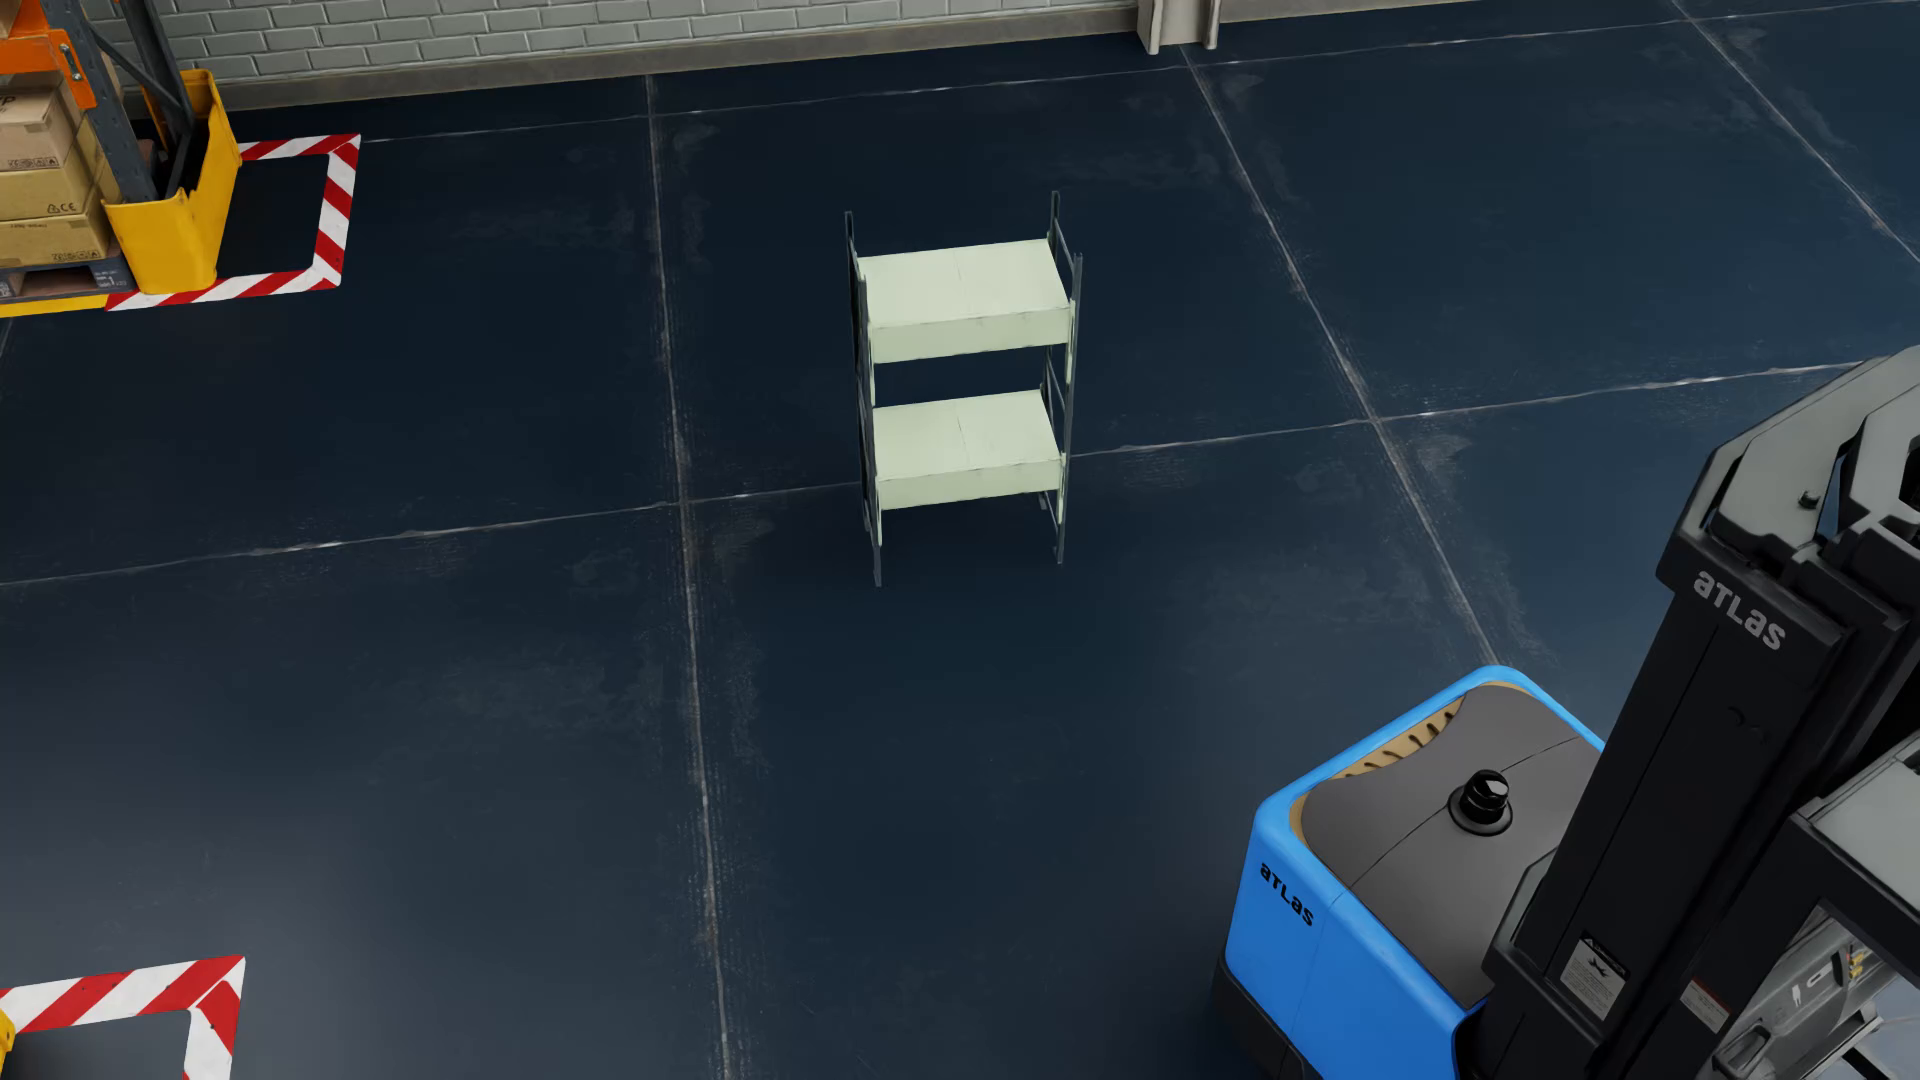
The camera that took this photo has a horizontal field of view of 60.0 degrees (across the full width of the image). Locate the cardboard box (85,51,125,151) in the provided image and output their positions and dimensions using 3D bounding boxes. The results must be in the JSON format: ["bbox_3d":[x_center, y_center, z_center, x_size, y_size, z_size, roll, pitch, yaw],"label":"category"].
[{"bbox_3d":[-4.338,-2.078,7.940,0.500,0.250,0.500,-6,46,-6],"label":"cardboard box"}]

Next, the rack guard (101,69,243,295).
[{"bbox_3d":[-3.815,-1.759,8.098,0.348,0.500,1.175,-7,46,-7],"label":"rack guard"}]

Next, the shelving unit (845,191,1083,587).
[{"bbox_3d":[0.007,-0.521,6.211,0.755,1.500,0.431,-7,46,-7],"label":"shelving unit"}]

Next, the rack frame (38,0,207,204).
[{"bbox_3d":[-3.839,-2.623,7.195,0.127,3.000,1.000,-7,46,-7],"label":"rack frame"}]

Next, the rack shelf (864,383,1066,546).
[{"bbox_3d":[0.007,-0.295,6.445,0.720,0.370,0.431,-7,46,-7],"label":"rack shelf"}]

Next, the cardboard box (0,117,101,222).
[{"bbox_3d":[-4.265,-1.707,7.582,0.500,0.250,0.500,-8,47,-7],"label":"cardboard box"}]

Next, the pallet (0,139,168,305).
[{"bbox_3d":[-4.585,-1.532,8.080,1.213,0.211,1.003,-7,46,-7],"label":"pallet"}]

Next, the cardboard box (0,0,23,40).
[{"bbox_3d":[-4.279,-2.411,6.921,0.500,0.500,0.500,-8,47,-8],"label":"cardboard box"}]

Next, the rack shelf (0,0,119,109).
[{"bbox_3d":[-5.810,-2.128,7.217,4.000,0.370,1.077,-7,46,-7],"label":"rack shelf"}]

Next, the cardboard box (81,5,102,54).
[{"bbox_3d":[-4.345,-2.237,7.746,0.500,0.250,0.500,-8,47,-7],"label":"cardboard box"}]

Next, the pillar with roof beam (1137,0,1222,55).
[{"bbox_3d":[1.968,-2.941,3.335,0.400,9.000,9.100,-7,46,-7],"label":"pillar with roof beam"}]

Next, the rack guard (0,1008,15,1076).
[{"bbox_3d":[-3.064,1.775,4.693,0.348,0.500,1.175,-7,46,-7],"label":"rack guard"}]

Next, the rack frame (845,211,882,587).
[{"bbox_3d":[-0.354,-0.476,6.167,0.023,1.500,0.400,-7,46,-7],"label":"rack frame"}]

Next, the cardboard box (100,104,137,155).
[{"bbox_3d":[-4.356,-1.894,8.109,0.500,0.250,0.500,-7,46,-7],"label":"cardboard box"}]

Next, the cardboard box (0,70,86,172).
[{"bbox_3d":[-4.239,-1.884,7.406,0.500,0.250,0.500,-6,46,-5],"label":"cardboard box"}]

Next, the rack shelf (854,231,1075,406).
[{"bbox_3d":[0.007,-0.792,5.930,0.720,0.370,0.431,-7,46,-7],"label":"rack shelf"}]

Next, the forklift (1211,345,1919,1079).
[{"bbox_3d":[2.036,1.148,3.609,1.130,2.935,3.031,-26,51,-23],"label":"forklift"}]

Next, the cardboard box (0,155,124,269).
[{"bbox_3d":[-4.248,-1.533,7.762,0.500,0.250,0.500,-7,46,-7],"label":"cardboard box"}]

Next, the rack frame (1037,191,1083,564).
[{"bbox_3d":[0.367,-0.566,6.254,0.023,1.500,0.400,-7,46,-7],"label":"rack frame"}]
